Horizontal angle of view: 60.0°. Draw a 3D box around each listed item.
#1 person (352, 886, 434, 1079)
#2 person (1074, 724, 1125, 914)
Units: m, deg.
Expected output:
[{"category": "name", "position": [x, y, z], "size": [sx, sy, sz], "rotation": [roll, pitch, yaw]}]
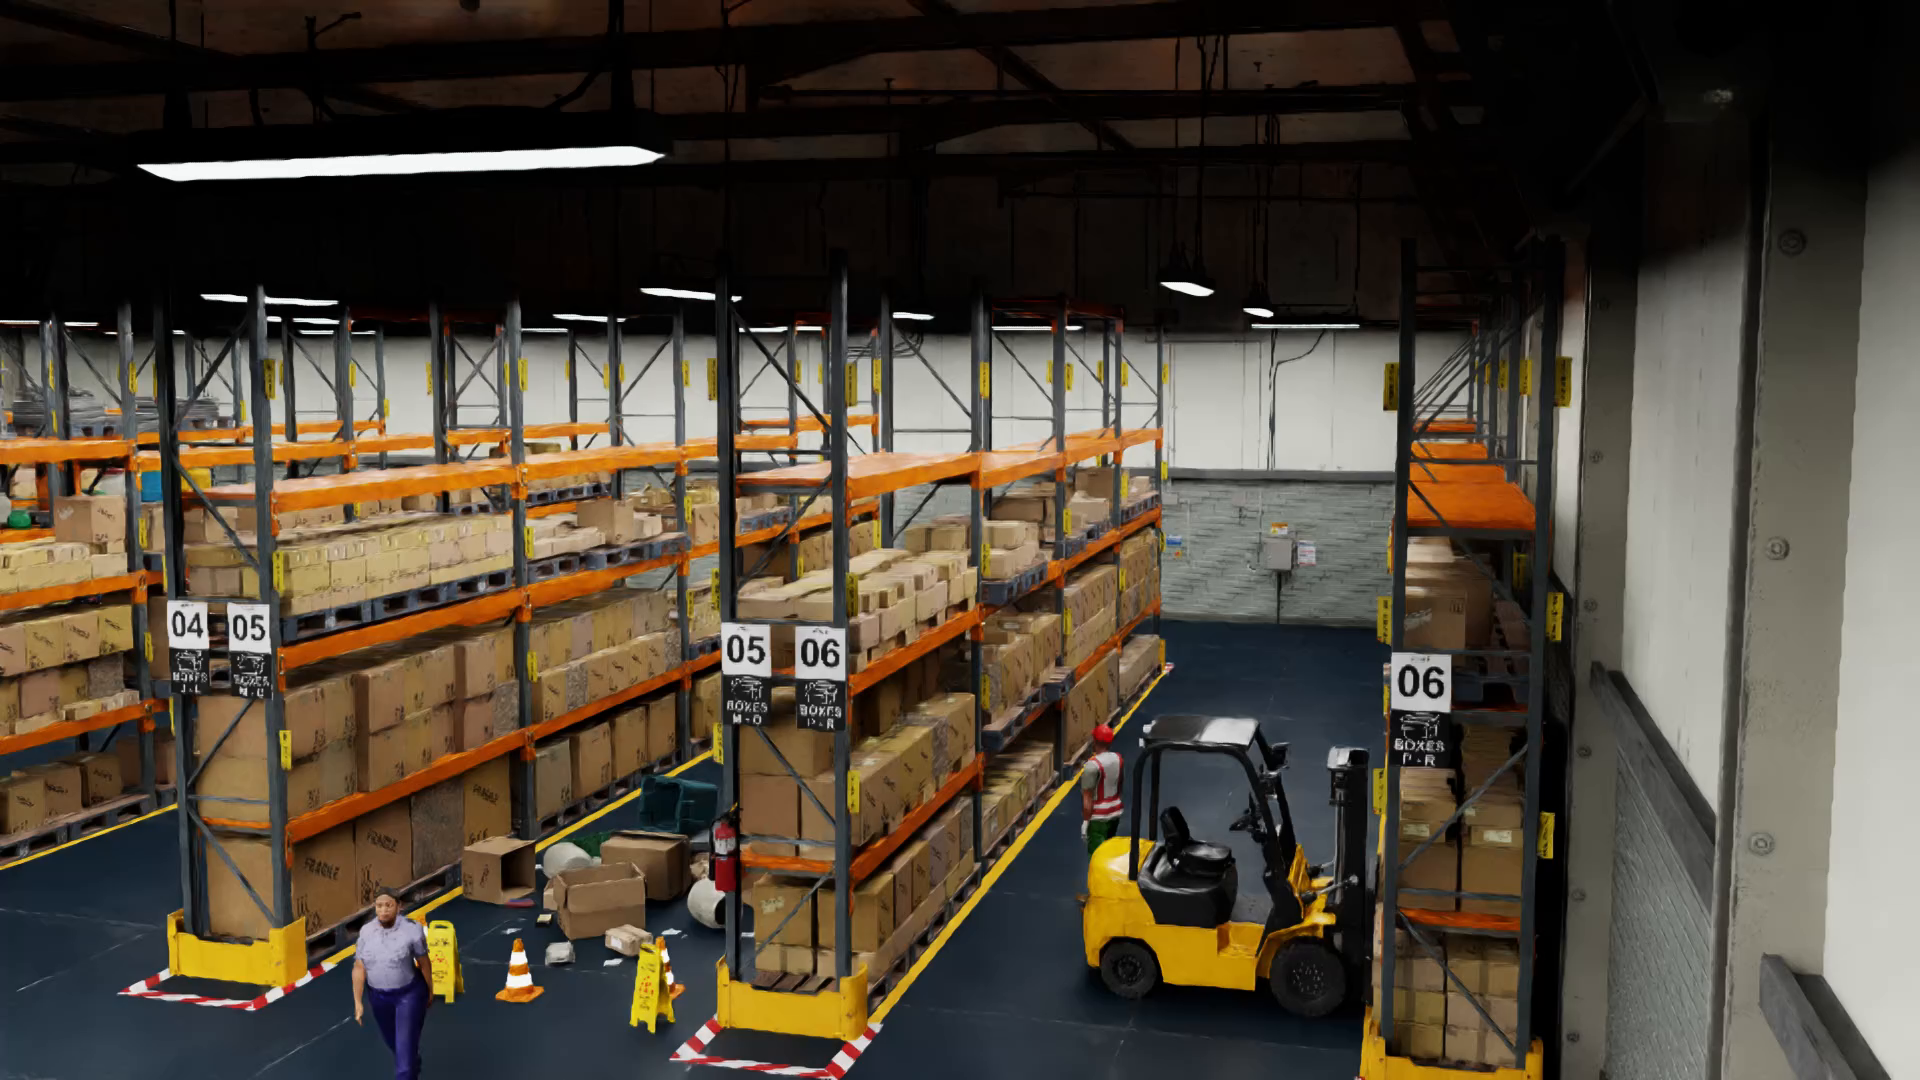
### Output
[{"category": "person", "position": [-3.926, 3.162, 11.506], "size": [0.478, 1.567, 1.000], "rotation": [1, 6, 7]}, {"category": "person", "position": [1.323, 2.584, 15.656], "size": [0.409, 1.722, 0.649], "rotation": [5, 8, 41]}]
